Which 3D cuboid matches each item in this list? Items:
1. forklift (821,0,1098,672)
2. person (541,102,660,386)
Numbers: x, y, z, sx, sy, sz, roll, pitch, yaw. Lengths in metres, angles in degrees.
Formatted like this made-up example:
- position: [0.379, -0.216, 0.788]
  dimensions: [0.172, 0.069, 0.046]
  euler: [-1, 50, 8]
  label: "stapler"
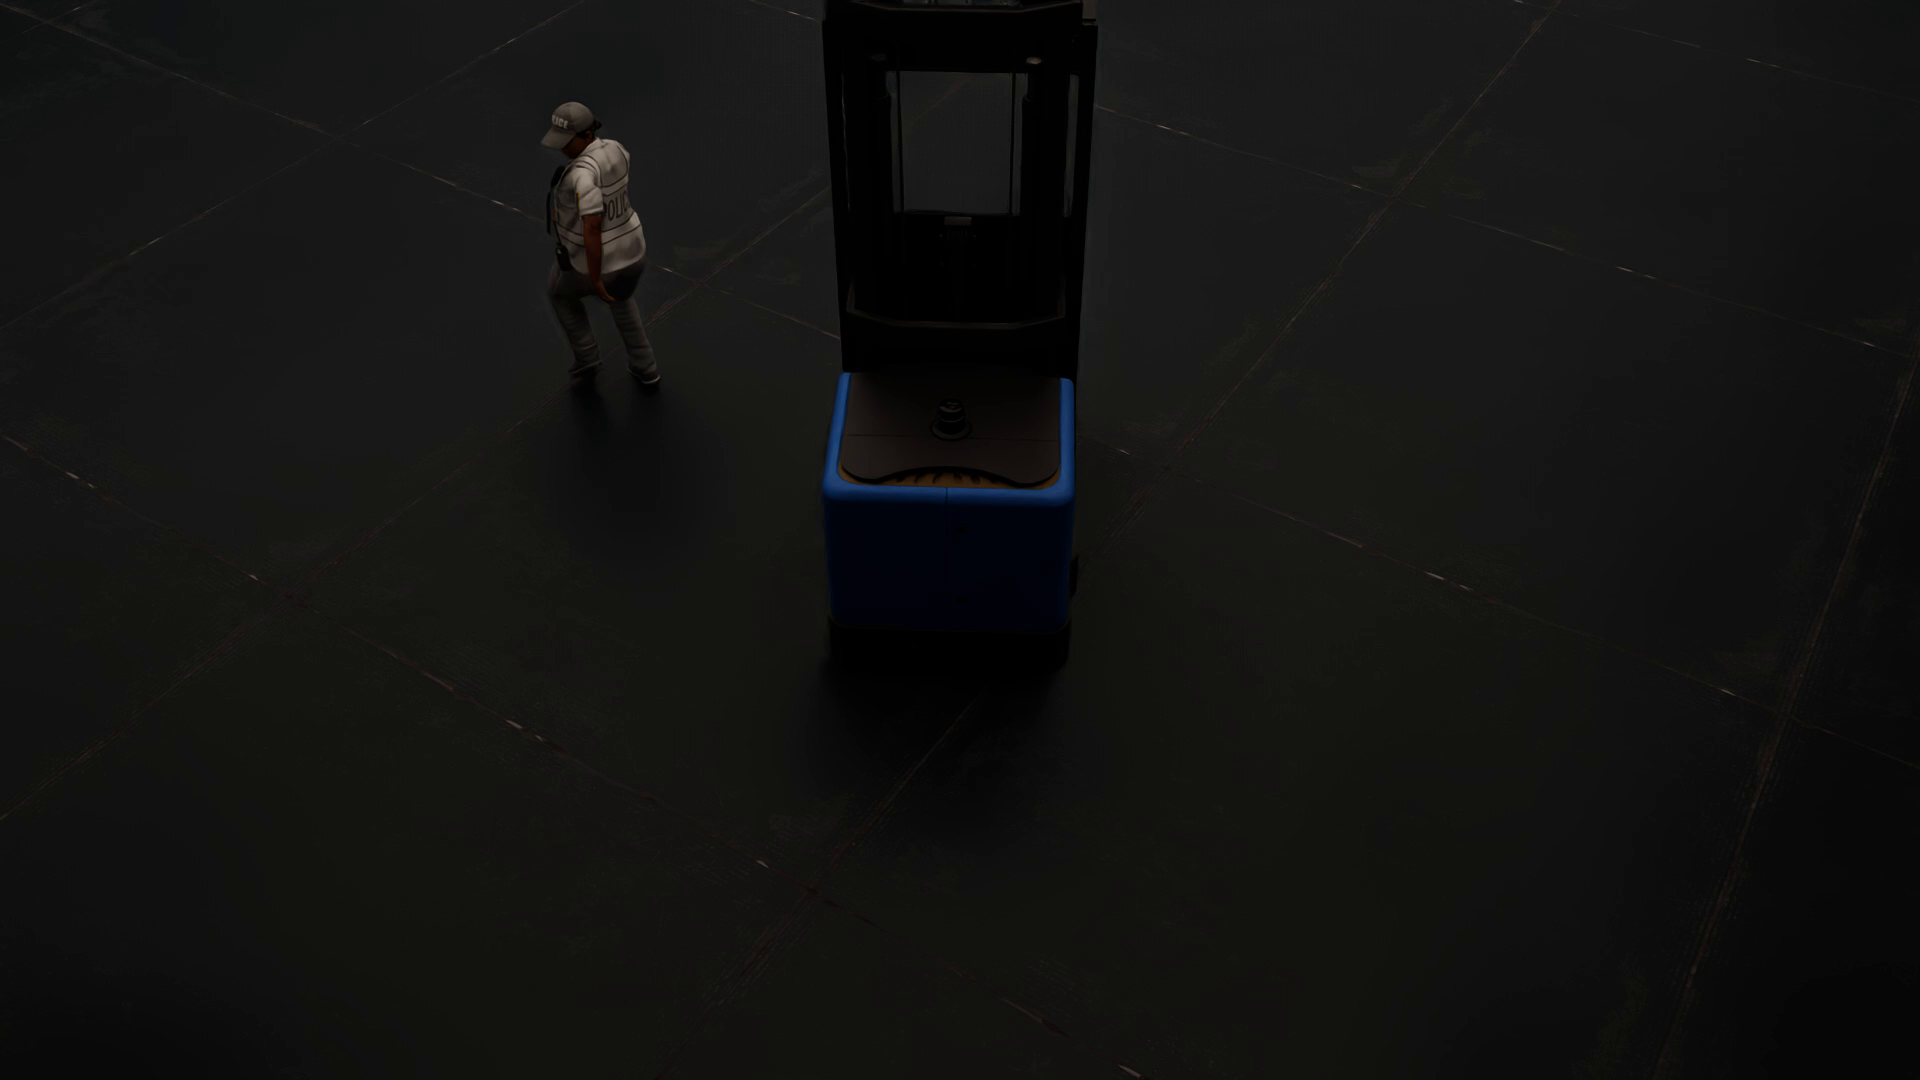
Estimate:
- position: [0.011, -1.489, 7.419]
  dimensions: [1.130, 2.935, 3.031]
  euler: [2, 44, 2]
  label: "forklift"
- position: [-1.797, -1.433, 8.372]
  dimensions: [0.732, 1.662, 0.576]
  euler: [31, 52, 28]
  label: "person"
